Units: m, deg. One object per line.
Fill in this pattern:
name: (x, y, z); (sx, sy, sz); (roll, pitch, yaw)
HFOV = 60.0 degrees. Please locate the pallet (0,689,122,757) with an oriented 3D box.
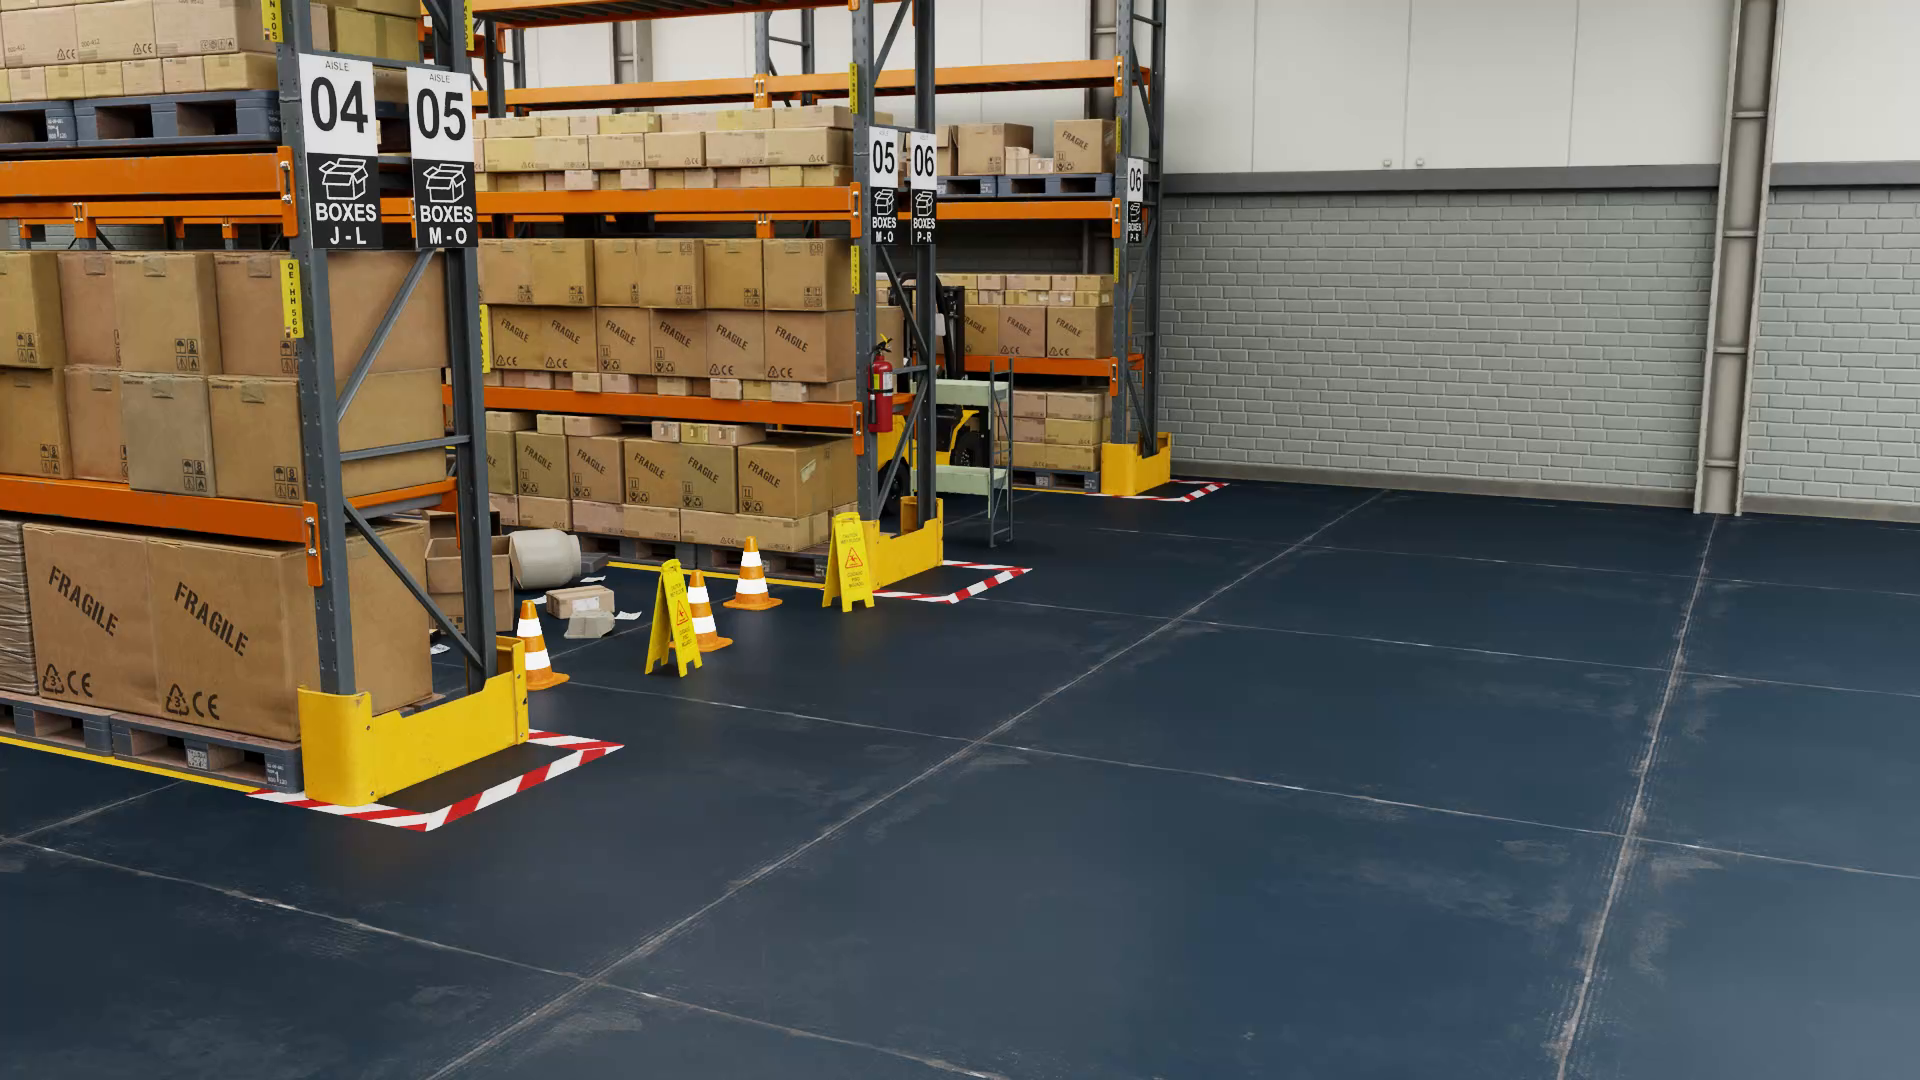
pallet: (-4.394, 0.813, 8.646); (1.213, 0.211, 1.003); (5, 11, 26)

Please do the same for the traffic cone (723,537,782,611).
traffic cone: (-1.409, 0.209, 11.273); (0.334, 0.463, 0.336); (5, 11, 26)

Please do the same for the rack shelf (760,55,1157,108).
rack shelf: (-0.054, -4.563, 16.817); (4.000, 0.370, 1.077); (5, 11, 26)

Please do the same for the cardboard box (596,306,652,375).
cardboard box: (-2.402, -1.528, 12.637); (0.500, 0.500, 0.500); (5, 11, 26)

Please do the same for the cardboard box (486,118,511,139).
cardboard box: (-3.423, -3.156, 12.789); (0.250, 0.149, 0.380); (5, 11, 24)

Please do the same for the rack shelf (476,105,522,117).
rack shelf: (-7.228, -5.193, 20.300); (4.000, 0.370, 1.077); (5, 11, 26)

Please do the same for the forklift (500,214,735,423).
forklift: (-2.644, -1.673, 14.745); (3.031, 2.935, 1.130); (5, 11, 27)

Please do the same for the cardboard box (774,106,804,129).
cardboard box: (-1.101, -2.962, 11.716); (0.250, 0.149, 0.380); (5, 12, 27)

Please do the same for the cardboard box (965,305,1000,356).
cardboard box: (0.262, -2.133, 16.811); (0.500, 0.500, 0.500); (5, 11, 25)

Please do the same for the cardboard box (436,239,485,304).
cardboard box: (-3.741, -2.144, 13.233); (0.500, 0.500, 0.700); (5, 11, 25)

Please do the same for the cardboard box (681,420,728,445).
cardboard box: (-1.870, -0.813, 12.413); (0.250, 0.149, 0.380); (5, 12, 27)

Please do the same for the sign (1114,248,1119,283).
sign: (1.487, -2.605, 15.783); (0.005, 0.325, 0.100); (5, 11, 26)

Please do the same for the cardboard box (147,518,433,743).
cardboard box: (-3.190, 0.384, 7.975); (0.875, 0.875, 0.875); (5, 11, 26)

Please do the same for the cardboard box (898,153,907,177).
cardboard box: (-0.651, -3.819, 16.906); (0.258, 0.266, 0.396); (5, 11, 24)

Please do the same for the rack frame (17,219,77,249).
rack frame: (-12.609, -3.265, 23.347); (0.127, 3.000, 1.000); (5, 11, 26)

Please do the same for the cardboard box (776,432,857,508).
cardboard box: (-1.076, -0.543, 12.744); (0.500, 0.500, 0.500); (5, 11, 24)

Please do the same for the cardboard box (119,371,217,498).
cardboard box: (-3.408, -0.548, 7.915); (0.550, 0.550, 0.875); (5, 11, 26)

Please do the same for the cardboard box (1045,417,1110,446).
cardboard box: (1.165, -1.092, 16.479); (0.500, 0.250, 0.500); (5, 11, 25)

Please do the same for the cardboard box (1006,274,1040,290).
cardboard box: (0.654, -2.576, 16.601); (0.250, 0.149, 0.380); (5, 11, 26)

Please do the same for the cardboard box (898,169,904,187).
cardboard box: (-0.607, -2.641, 12.185); (0.250, 0.149, 0.380); (5, 11, 26)

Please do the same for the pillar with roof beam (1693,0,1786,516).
pillar with roof beam: (4.990, -3.995, 10.533); (0.400, 9.000, 9.100); (5, 11, 26)

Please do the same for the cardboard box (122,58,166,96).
cardboard box: (-3.457, -2.033, 7.363); (0.250, 0.149, 0.380); (5, 11, 27)

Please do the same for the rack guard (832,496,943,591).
rack guard: (-0.521, 0.013, 12.254); (0.348, 0.500, 1.175); (5, 11, 26)

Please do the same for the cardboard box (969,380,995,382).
cardboard box: (0.043, -1.539, 17.546); (0.500, 0.250, 0.500); (5, 11, 25)

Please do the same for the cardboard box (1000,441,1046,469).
cardboard box: (0.737, -0.885, 16.739); (0.500, 0.250, 0.500); (5, 11, 26)

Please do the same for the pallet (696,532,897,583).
pallet: (-1.234, 0.086, 12.665); (1.213, 0.211, 1.003); (5, 11, 26)

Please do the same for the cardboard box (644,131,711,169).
cardboard box: (-1.949, -2.837, 12.145); (0.500, 0.250, 0.500); (5, 12, 27)

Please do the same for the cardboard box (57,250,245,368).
cardboard box: (-3.844, -1.147, 8.194); (0.550, 0.550, 0.875); (5, 11, 26)

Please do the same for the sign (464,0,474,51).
sign: (-2.302, -2.446, 7.722); (0.005, 0.325, 0.100); (5, 11, 26)

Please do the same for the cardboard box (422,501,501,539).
cardboard box: (-3.681, 0.004, 12.295); (0.500, 0.500, 0.500); (-4, 11, -23)

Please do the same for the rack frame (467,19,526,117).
rack frame: (-5.434, -5.586, 19.329); (0.127, 3.000, 1.000); (5, 11, 26)

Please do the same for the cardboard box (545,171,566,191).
cardboard box: (-2.946, -2.734, 12.699); (0.250, 0.149, 0.380); (5, 11, 24)

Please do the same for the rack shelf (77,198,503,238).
rack shelf: (-5.834, -2.806, 14.408); (4.000, 0.370, 1.077); (5, 11, 26)

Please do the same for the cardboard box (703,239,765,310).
cardboard box: (-1.458, -1.945, 12.131); (0.500, 0.500, 0.700); (5, 11, 26)

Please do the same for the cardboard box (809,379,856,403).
cardboard box: (-0.883, -1.083, 11.995); (0.250, 0.149, 0.380); (5, 12, 28)

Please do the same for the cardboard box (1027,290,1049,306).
cardboard box: (0.857, -2.401, 16.470); (0.250, 0.149, 0.380); (5, 12, 27)

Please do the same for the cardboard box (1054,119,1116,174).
cardboard box: (1.235, -3.781, 16.036); (0.500, 0.500, 0.500); (5, 12, 28)

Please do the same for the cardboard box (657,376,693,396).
cardboard box: (-2.061, -1.172, 12.490); (0.250, 0.149, 0.380); (5, 11, 25)

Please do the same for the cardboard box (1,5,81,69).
cardboard box: (-4.013, -2.290, 7.664); (0.500, 0.250, 0.500); (5, 11, 25)

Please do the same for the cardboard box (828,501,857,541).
cardboard box: (-1.054, -0.172, 12.801); (0.500, 0.250, 0.500); (5, 11, 25)

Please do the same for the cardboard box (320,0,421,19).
cardboard box: (-2.711, -2.490, 7.651); (0.250, 0.149, 0.380); (5, 11, 26)

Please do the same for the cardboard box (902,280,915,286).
cardboard box: (-0.502, -2.673, 17.137); (0.250, 0.149, 0.380); (5, 11, 26)

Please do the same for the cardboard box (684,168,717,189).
cardboard box: (-1.800, -2.630, 12.123); (0.250, 0.149, 0.380); (5, 11, 25)

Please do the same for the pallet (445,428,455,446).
pallet: (-6.087, -1.327, 20.470); (1.213, 0.211, 1.003); (5, 11, 26)

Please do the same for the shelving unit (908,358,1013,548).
shelving unit: (0.006, -0.737, 13.594); (0.755, 1.500, 0.431); (5, 11, 26)

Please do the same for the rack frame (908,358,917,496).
rack frame: (-0.322, -0.766, 13.753); (0.023, 1.500, 0.400); (5, 11, 26)

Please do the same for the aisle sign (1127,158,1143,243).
aisle sign: (1.669, -3.231, 15.861); (0.004, 0.787, 0.394); (5, 11, 26)

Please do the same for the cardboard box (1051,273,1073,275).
cardboard box: (1.071, -2.624, 16.868); (0.250, 0.149, 0.380); (5, 12, 27)

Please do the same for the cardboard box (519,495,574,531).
cardboard box: (-3.147, -0.250, 13.230); (0.500, 0.250, 0.500); (6, 12, 29)

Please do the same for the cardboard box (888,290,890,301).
cardboard box: (-0.543, -2.515, 17.102); (0.250, 0.149, 0.380); (5, 11, 24)

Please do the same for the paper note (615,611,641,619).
paper note: (-2.181, 0.493, 10.918); (0.142, 0.019, 0.148); (1, 10, 6)

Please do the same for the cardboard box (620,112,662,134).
cardboard box: (-2.277, -3.051, 12.208); (0.250, 0.149, 0.380); (5, 12, 27)

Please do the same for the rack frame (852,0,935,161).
rack frame: (-0.453, -4.163, 11.464); (0.127, 3.000, 1.000); (5, 11, 26)

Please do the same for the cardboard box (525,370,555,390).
cardboard box: (-3.192, -1.274, 13.051); (0.250, 0.149, 0.380); (5, 12, 28)

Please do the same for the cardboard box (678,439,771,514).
cardboard box: (-1.756, -0.496, 12.482); (0.500, 0.500, 0.500); (6, 12, 28)

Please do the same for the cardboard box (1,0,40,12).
cardboard box: (-4.145, -2.486, 7.626); (0.250, 0.149, 0.380); (5, 11, 25)
